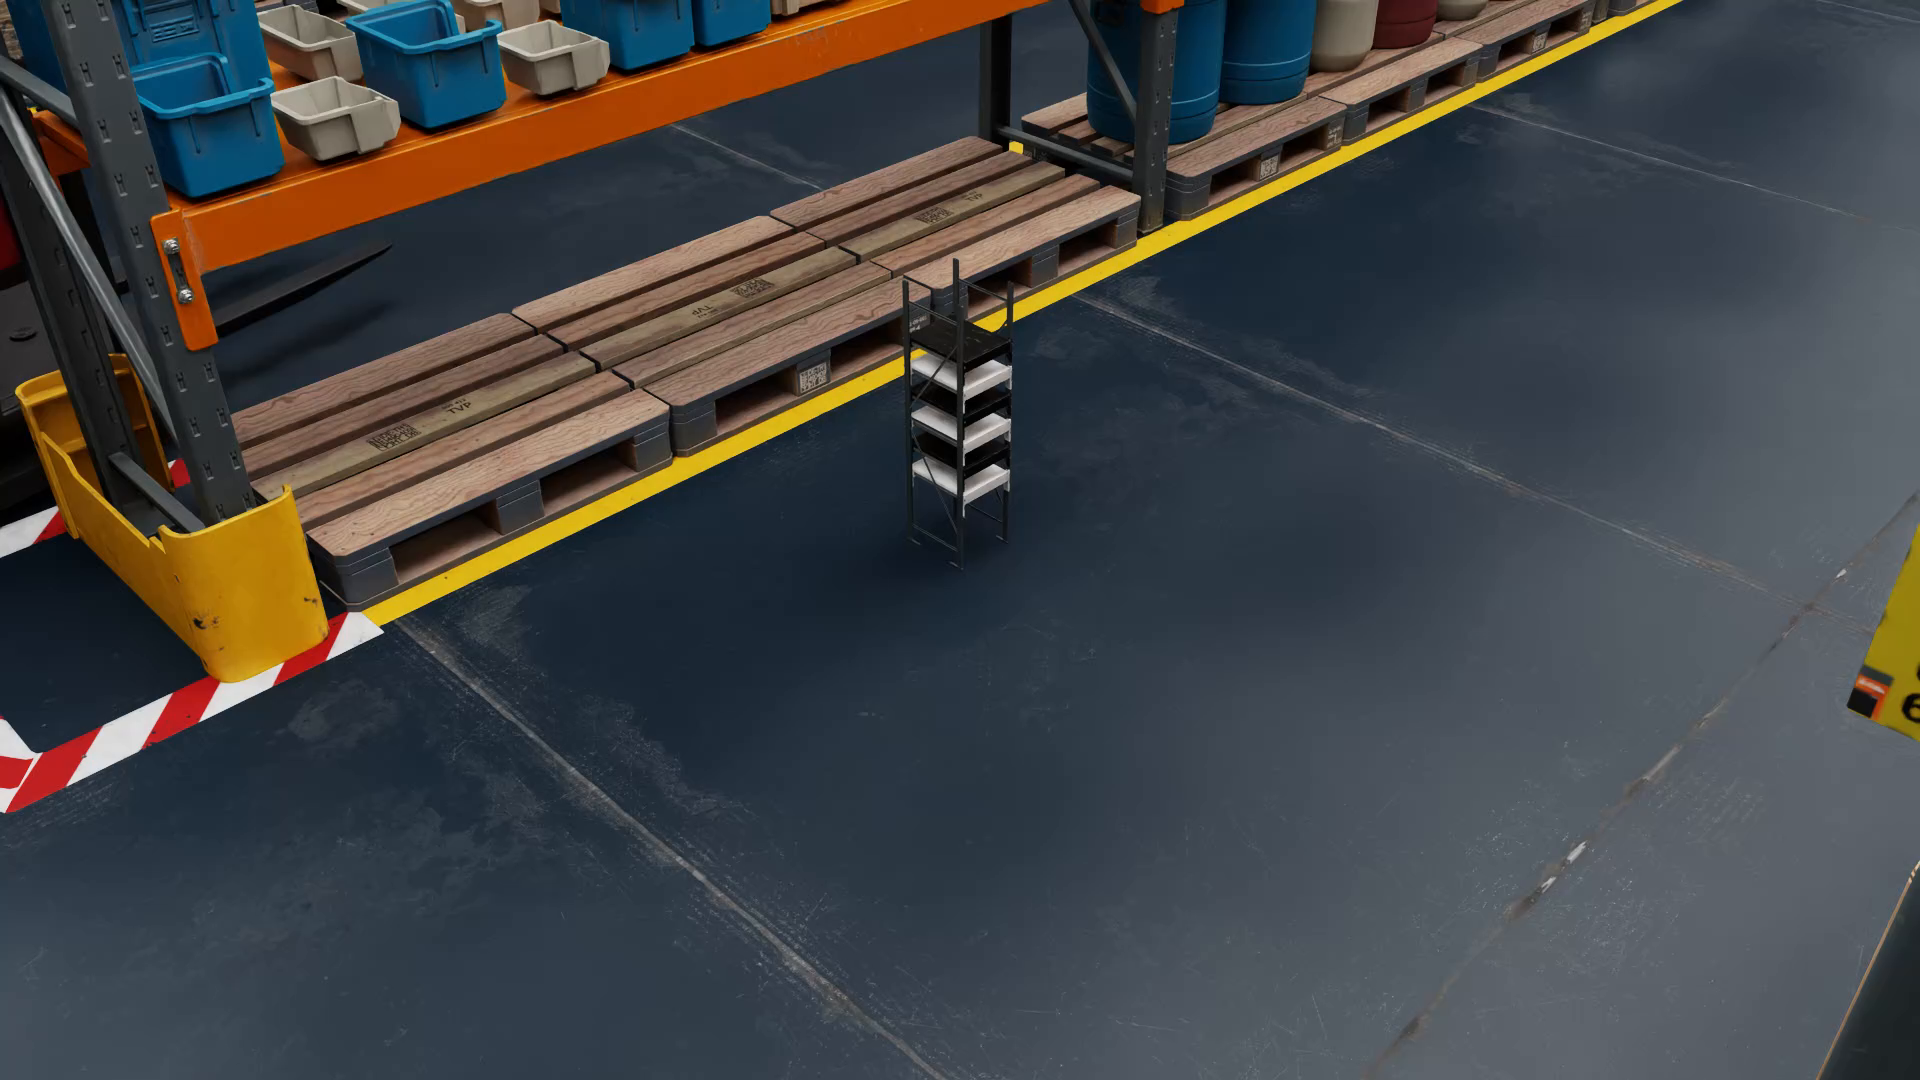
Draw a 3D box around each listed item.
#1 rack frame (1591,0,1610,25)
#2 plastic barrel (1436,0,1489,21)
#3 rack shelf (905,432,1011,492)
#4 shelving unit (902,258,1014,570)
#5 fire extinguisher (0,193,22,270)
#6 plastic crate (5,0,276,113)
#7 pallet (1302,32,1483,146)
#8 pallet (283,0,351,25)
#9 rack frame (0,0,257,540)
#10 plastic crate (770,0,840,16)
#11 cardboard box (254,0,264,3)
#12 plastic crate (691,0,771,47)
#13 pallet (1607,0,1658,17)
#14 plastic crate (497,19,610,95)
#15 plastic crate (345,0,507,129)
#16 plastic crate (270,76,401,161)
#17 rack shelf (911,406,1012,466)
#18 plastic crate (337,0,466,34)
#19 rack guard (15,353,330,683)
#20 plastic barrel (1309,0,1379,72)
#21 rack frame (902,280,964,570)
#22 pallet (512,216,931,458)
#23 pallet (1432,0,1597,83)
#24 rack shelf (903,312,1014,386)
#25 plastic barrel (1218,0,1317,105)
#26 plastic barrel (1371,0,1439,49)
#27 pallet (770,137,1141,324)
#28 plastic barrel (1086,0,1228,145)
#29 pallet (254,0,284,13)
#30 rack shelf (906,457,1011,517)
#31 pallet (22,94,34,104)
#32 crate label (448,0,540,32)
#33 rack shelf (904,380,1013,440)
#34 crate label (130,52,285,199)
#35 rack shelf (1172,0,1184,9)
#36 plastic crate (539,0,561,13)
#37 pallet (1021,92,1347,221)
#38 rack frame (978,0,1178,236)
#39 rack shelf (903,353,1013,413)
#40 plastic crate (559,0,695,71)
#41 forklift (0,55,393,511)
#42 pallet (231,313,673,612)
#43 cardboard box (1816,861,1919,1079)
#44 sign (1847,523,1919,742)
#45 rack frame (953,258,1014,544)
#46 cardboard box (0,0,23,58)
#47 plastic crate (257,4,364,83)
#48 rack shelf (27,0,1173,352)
[{"bbox_3d":[3.296,-4.380,8.908,1.000,3.000,0.127,30,45,35],"label":"rack frame"},{"bbox_3d":[2.629,-3.061,8.824,0.421,0.512,0.421,0,35,0],"label":"plastic barrel"},{"bbox_3d":[-0.006,-0.265,5.058,0.258,0.077,0.200,30,45,35],"label":"rack shelf"},{"bbox_3d":[-0.006,-0.366,4.988,0.258,0.900,0.210,30,45,35],"label":"shelving unit"},{"bbox_3d":[-2.769,-1.069,4.555,0.296,0.674,0.183,30,45,35],"label":"fire extinguisher"},{"bbox_3d":[-2.237,-1.383,4.527,0.616,0.435,0.499,30,45,35],"label":"plastic crate"},{"bbox_3d":[1.910,-2.406,8.516,1.003,0.211,1.213,30,45,35],"label":"pallet"},{"bbox_3d":[-3.629,-3.331,9.842,1.003,0.211,1.213,30,45,35],"label":"pallet"},{"bbox_3d":[-2.341,-1.132,4.251,1.000,3.000,0.127,30,45,35],"label":"rack frame"},{"bbox_3d":[-0.536,-1.844,5.451,0.293,0.136,0.466,30,45,35],"label":"plastic crate"},{"bbox_3d":[-4.193,-3.452,9.068,0.875,0.875,0.875,30,45,35],"label":"cardboard box"},{"bbox_3d":[-0.794,-1.712,5.177,0.416,0.233,0.300,30,45,35],"label":"plastic crate"},{"bbox_3d":[3.869,-3.535,10.134,1.003,0.211,1.213,30,45,35],"label":"pallet"},{"bbox_3d":[-1.170,-1.388,4.797,0.250,0.136,0.298,30,45,35],"label":"plastic crate"},{"bbox_3d":[-1.469,-1.323,4.619,0.416,0.233,0.300,30,45,35],"label":"plastic crate"},{"bbox_3d":[-1.648,-1.113,4.402,0.250,0.136,0.298,30,45,35],"label":"plastic crate"},{"bbox_3d":[-0.006,-0.338,5.007,0.258,0.077,0.200,30,45,35],"label":"rack shelf"},{"bbox_3d":[-1.680,-1.565,5.049,0.396,0.136,0.243,30,45,35],"label":"plastic crate"},{"bbox_3d":[-2.348,-0.092,4.945,1.175,0.500,0.348,30,45,35],"label":"rack guard"},{"bbox_3d":[1.833,-2.602,8.167,0.421,0.512,0.421,0,35,0],"label":"plastic barrel"},{"bbox_3d":[-0.077,-0.325,4.929,0.240,0.900,0.006,30,45,35],"label":"rack frame"},{"bbox_3d":[-0.873,-0.800,6.213,1.003,0.211,1.213,30,45,35],"label":"pallet"},{"bbox_3d":[2.770,-2.899,9.223,1.003,0.211,1.213,30,45,35],"label":"pallet"},{"bbox_3d":[-0.006,-0.560,4.852,0.258,0.077,0.200,30,45,35],"label":"rack shelf"},{"bbox_3d":[1.372,-2.569,7.779,0.600,0.901,0.708,30,45,35],"label":"plastic barrel"},{"bbox_3d":[2.168,-2.899,8.526,0.600,0.588,0.708,30,45,35],"label":"plastic barrel"},{"bbox_3d":[-0.013,-1.298,6.927,1.003,0.211,1.213,30,45,35],"label":"pallet"},{"bbox_3d":[0.873,-2.282,7.366,0.600,0.901,0.708,30,45,35],"label":"plastic barrel"},{"bbox_3d":[-4.488,-2.834,9.129,1.003,0.211,1.213,30,45,35],"label":"pallet"},{"bbox_3d":[-0.006,-0.191,5.110,0.258,0.077,0.200,30,45,35],"label":"rack shelf"},{"bbox_3d":[-5.348,-2.341,8.422,1.003,0.211,1.213,30,45,35],"label":"pallet"},{"bbox_3d":[-1.501,-1.687,5.225,0.396,0.136,0.243,30,45,35],"label":"crate label"},{"bbox_3d":[-0.006,-0.412,4.955,0.258,0.077,0.200,30,45,35],"label":"rack shelf"},{"bbox_3d":[-1.933,-1.056,4.235,0.416,0.233,0.303,30,45,35],"label":"crate label"},{"bbox_3d":[1.887,-3.273,7.949,1.077,0.370,4.000,30,45,35],"label":"rack shelf"},{"bbox_3d":[-1.306,-1.815,5.408,0.298,0.136,0.250,30,45,35],"label":"plastic crate"},{"bbox_3d":[1.051,-1.909,7.802,1.003,0.211,1.213,30,45,35],"label":"pallet"},{"bbox_3d":[0.478,-2.756,6.580,1.000,3.000,0.127,30,45,35],"label":"rack frame"},{"bbox_3d":[-0.006,-0.486,4.904,0.258,0.077,0.200,30,45,35],"label":"rack shelf"},{"bbox_3d":[-1.005,-1.590,5.002,0.416,0.233,0.300,30,45,35],"label":"plastic crate"},{"bbox_3d":[-3.323,-1.558,4.922,1.130,2.935,3.031,20,40,26],"label":"forklift"},{"bbox_3d":[-1.732,-0.308,5.507,1.003,0.211,1.213,30,45,35],"label":"pallet"},{"bbox_3d":[1.294,0.533,1.776,0.500,0.500,0.500,-28,44,-34],"label":"cardboard box"},{"bbox_3d":[0.792,0.029,1.297,0.100,0.325,0.005,30,45,35],"label":"sign"},{"bbox_3d":[0.066,-0.407,5.047,0.240,0.900,0.006,30,45,35],"label":"rack frame"},{"bbox_3d":[-4.820,-3.091,8.550,0.875,0.875,0.875,30,45,35],"label":"cardboard box"},{"bbox_3d":[-1.895,-1.453,4.889,0.396,0.136,0.243,30,45,35],"label":"plastic crate"},{"bbox_3d":[-0.932,-1.649,5.621,1.077,0.370,4.000,30,45,35],"label":"rack shelf"}]
